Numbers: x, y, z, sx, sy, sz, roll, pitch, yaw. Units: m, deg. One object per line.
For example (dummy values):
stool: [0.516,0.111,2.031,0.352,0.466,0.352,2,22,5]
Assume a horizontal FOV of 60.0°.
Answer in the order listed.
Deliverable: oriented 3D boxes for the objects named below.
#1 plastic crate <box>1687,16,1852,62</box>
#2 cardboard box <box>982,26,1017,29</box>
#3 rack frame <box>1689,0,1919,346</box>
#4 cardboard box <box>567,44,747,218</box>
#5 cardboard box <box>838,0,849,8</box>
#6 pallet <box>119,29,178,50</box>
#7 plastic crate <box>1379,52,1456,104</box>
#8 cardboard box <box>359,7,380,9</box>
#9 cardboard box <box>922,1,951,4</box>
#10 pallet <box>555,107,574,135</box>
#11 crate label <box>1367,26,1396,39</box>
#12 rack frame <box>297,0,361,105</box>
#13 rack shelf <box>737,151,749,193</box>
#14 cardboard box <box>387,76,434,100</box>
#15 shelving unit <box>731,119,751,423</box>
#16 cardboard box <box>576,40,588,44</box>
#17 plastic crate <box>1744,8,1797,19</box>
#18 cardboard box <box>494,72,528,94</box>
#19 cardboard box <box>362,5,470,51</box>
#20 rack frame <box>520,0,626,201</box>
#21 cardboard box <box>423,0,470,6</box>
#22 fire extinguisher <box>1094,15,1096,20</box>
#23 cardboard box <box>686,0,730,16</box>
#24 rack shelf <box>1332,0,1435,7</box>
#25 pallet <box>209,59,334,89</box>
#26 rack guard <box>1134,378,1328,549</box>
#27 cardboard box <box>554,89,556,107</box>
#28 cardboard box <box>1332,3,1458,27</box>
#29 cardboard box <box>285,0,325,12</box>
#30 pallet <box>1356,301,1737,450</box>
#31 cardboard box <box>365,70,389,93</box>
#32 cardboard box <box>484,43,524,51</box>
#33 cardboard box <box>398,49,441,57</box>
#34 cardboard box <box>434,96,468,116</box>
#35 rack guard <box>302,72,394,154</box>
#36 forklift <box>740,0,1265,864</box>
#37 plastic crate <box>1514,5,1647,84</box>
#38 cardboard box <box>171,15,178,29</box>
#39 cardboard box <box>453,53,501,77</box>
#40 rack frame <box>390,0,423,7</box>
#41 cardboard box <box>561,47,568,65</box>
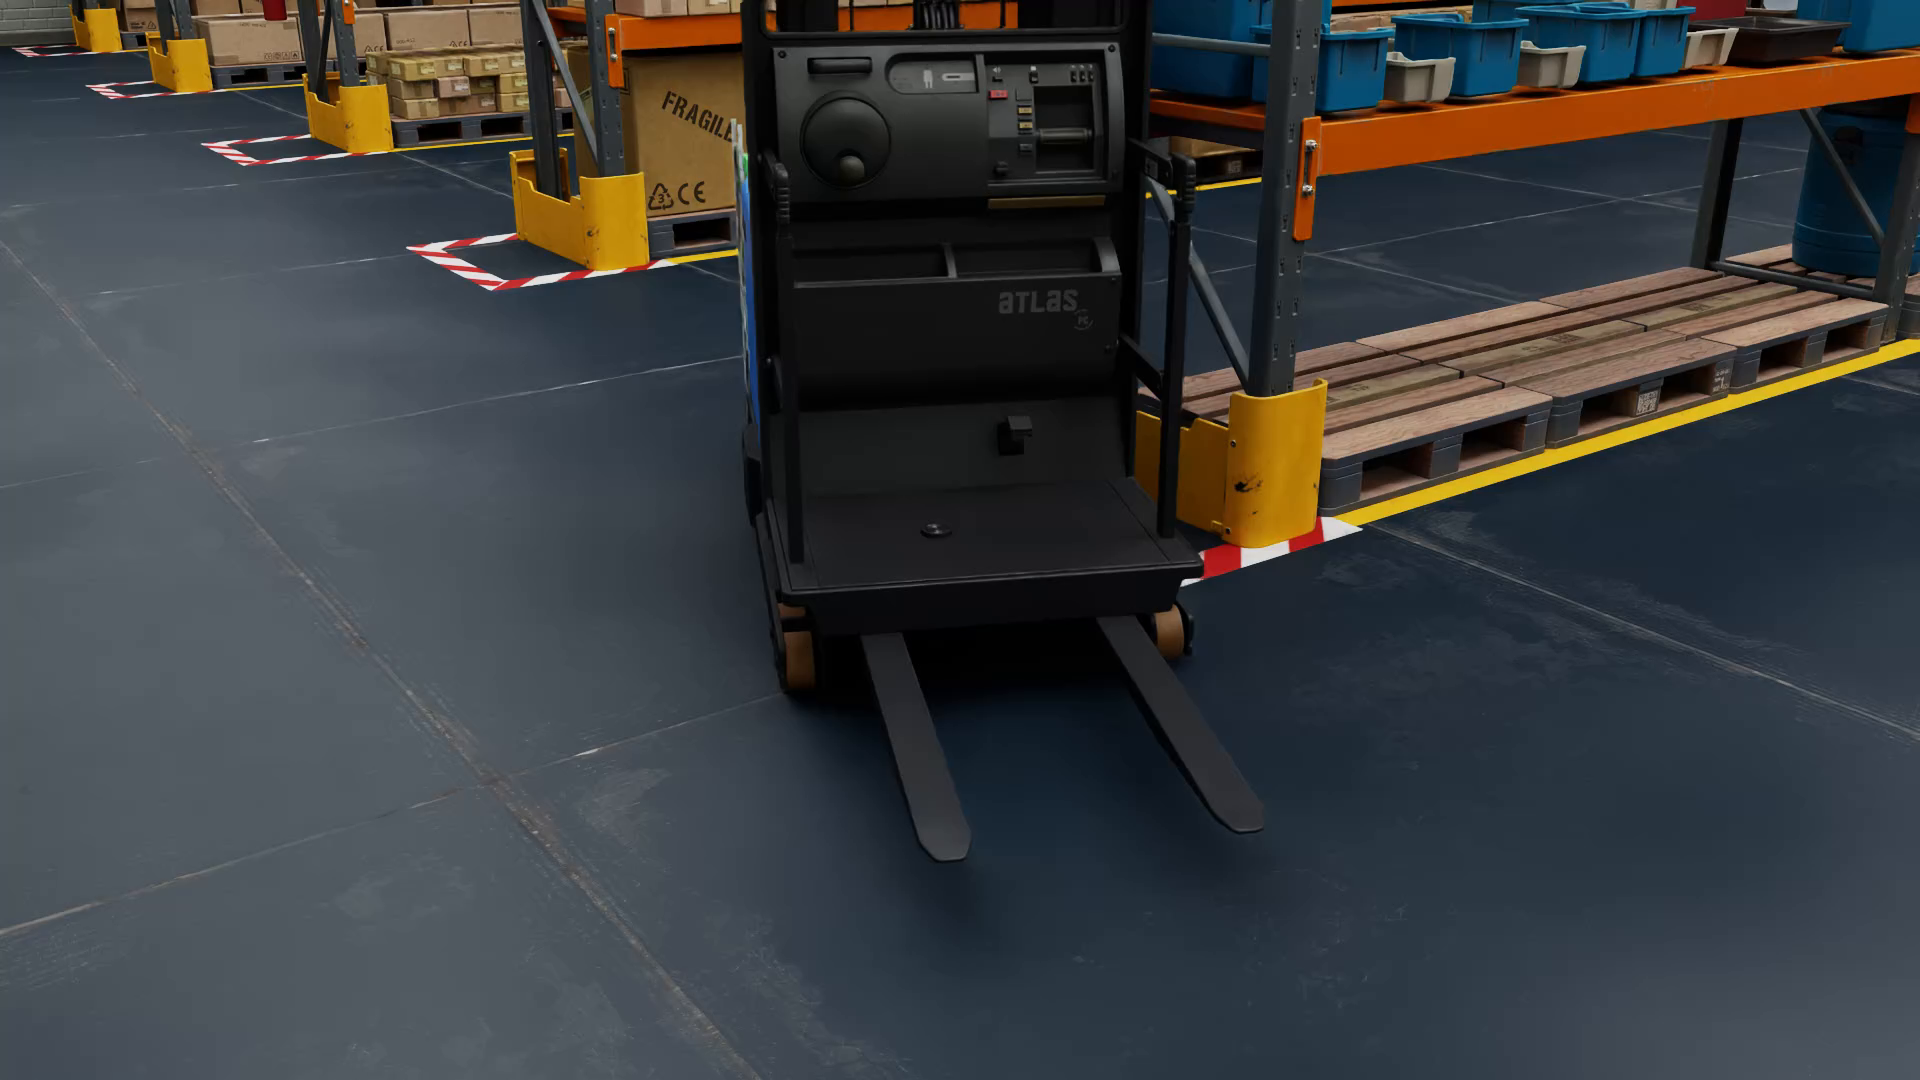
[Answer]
plastic crate: [3.227,-2.021,6.703,0.590,0.125,0.437,-15,26,-33]
cardboard box: [0.503,-3.023,11.225,0.875,0.875,0.875,-15,26,-33]
rack frame: [3.978,-2.444,7.473,0.127,3.000,1.000,-15,26,-33]
cardboard box: [-1.688,-2.439,9.761,0.875,0.875,0.875,-15,26,-33]
cardboard box: [-0.847,-3.152,9.586,0.250,0.149,0.380,-16,27,-34]
pallet: [-10.142,-6.436,21.240,1.213,0.211,1.003,-15,26,-33]
plastic crate: [1.433,-1.482,5.338,0.298,0.136,0.250,-15,26,-33]
cardboard box: [-7.884,-7.070,22.346,0.250,0.149,0.380,-16,27,-34]
cardboard box: [-0.221,-3.319,10.006,0.250,0.149,0.380,-14,26,-32]
pallet: [-3.245,-3.731,14.461,1.213,0.211,1.003,-15,26,-33]
crate label: [1.743,-1.840,6.235,0.243,0.136,0.396,-15,26,-33]
rack frame: [-4.976,-4.582,12.831,0.127,3.000,1.000,-15,26,-33]
rack shelf: [-0.539,-1.304,5.903,0.480,0.148,0.258,-5,19,-12]
cardboard box: [-4.401,-3.627,13.318,0.250,0.149,0.380,-14,26,-31]
shelving unit: [-0.534,-0.909,6.035,0.503,1.200,0.258,-5,19,-12]
cardboard box: [-3.190,-4.294,14.587,0.250,0.149,0.380,-16,27,-35]
plastic crate: [3.517,-2.291,7.366,0.243,0.136,0.396,-15,26,-33]
cardboard box: [-3.727,-3.772,13.680,0.250,0.149,0.380,-14,26,-31]
cardboard box: [-6.000,-5.622,18.330,0.875,0.438,0.875,-16,27,-34]
rack frame: [-2.161,-3.068,9.037,0.127,3.000,1.000,-15,26,-33]
cardboard box: [-7.080,-7.479,22.897,0.500,0.500,0.500,-14,25,-31]
fire extinguisher: [0.344,-1.473,5.647,0.183,0.674,0.296,-15,26,-33]
cardboard box: [-1.473,-2.985,9.168,0.250,0.149,0.380,-15,26,-34]
rack shelf: [2.709,-4.032,12.425,4.000,0.370,1.077,-15,26,-33]
pallet: [-7.345,-4.951,17.518,1.213,0.211,1.003,-15,26,-33]
rack guard: [0.720,-0.408,5.743,0.348,0.500,1.175,-15,26,-33]
cardboard box: [-3.578,-3.713,13.935,0.250,0.149,0.380,-15,26,-33]
cardboard box: [3.032,-3.674,12.856,0.875,0.875,1.225,-15,26,-33]
cardboard box: [-8.740,-7.078,21.892,0.500,0.500,0.700,-16,27,-35]
pallet: [2.413,-0.712,6.896,1.213,0.211,1.003,-15,26,-33]
cardboard box: [-4.714,-3.791,13.728,0.250,0.149,0.380,-16,27,-34]
cardboard box: [-3.888,-4.163,14.260,0.250,0.149,0.380,-14,26,-31]
cardboard box: [-4.457,-3.957,13.743,0.250,0.149,0.380,-14,26,-32]
cardboard box: [-4.199,-3.551,13.529,0.250,0.149,0.380,-15,26,-33]
rack guard: [-4.914,-3.437,13.336,0.348,0.500,1.175,-15,26,-33]
forklift: [0.017,-1.104,4.208,1.130,2.935,3.031,-4,22,-9]
plastic crate: [2.193,-1.767,5.923,0.300,0.233,0.416,-15,26,-33]
cardboard box: [-9.931,-6.597,21.161,0.250,0.149,0.380,-16,27,-35]
cardboard box: [-3.919,-3.852,13.480,0.250,0.149,0.380,-15,26,-33]
rack frame: [-7.604,-8.408,22.419,0.127,3.000,1.000,-15,26,-33]
cardboard box: [-3.295,-4.031,13.929,0.250,0.149,0.380,-14,26,-32]
